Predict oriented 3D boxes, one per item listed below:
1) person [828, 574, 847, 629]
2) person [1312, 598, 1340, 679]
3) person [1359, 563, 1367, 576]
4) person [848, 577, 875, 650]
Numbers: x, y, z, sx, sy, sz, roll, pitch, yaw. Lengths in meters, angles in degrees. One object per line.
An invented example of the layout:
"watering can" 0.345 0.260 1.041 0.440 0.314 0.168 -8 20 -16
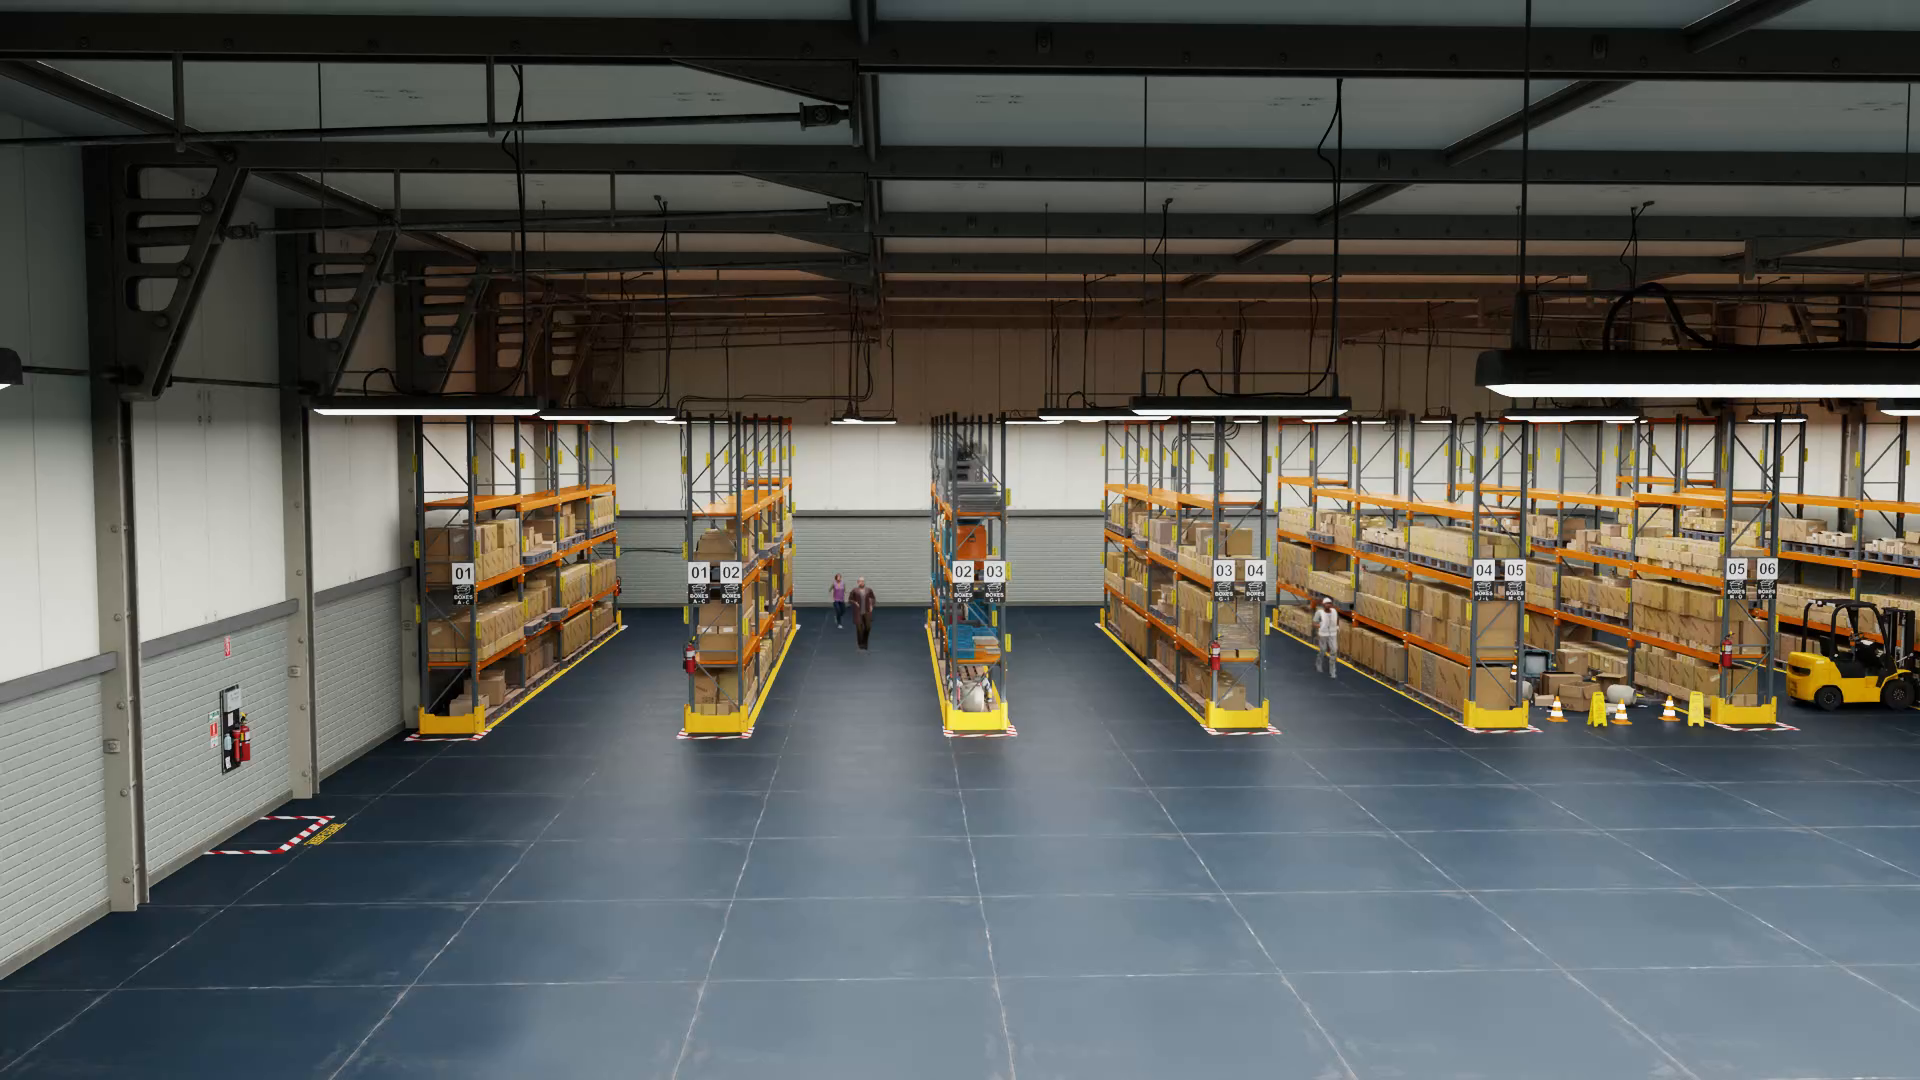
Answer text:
"person" -3.472 1.730 47.273 0.542 1.554 0.633 -1 4 -20
"person" 8.423 2.228 38.190 0.686 1.819 0.924 0 4 -5
"person" 11.859 1.522 49.103 0.957 1.667 0.551 0 4 -1
"person" -2.369 1.818 40.575 0.698 1.786 0.633 -1 4 -12
